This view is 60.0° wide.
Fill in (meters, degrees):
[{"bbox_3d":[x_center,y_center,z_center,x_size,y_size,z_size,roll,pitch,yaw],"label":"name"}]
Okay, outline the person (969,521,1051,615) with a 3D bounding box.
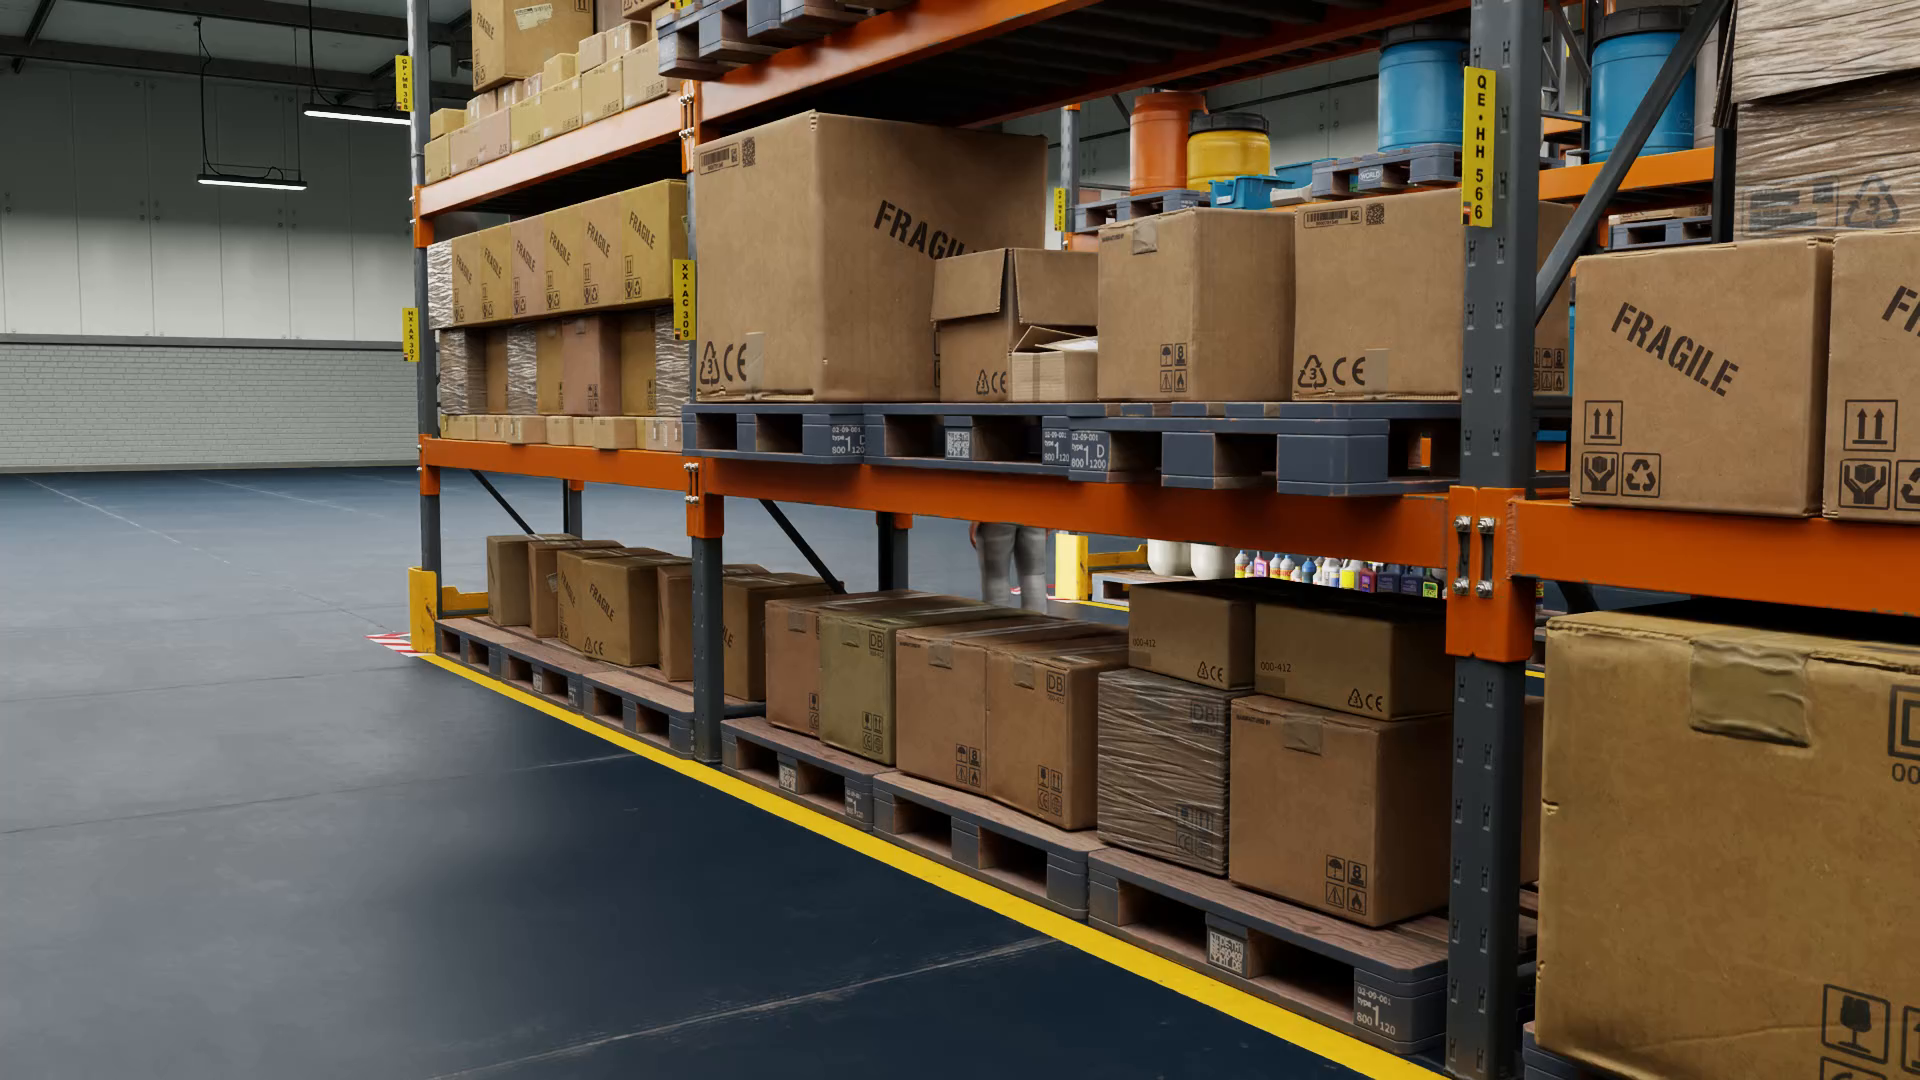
[{"bbox_3d":[0.299,-0.157,9.533,0.570,1.772,0.494,-2,5,-24],"label":"person"}]
